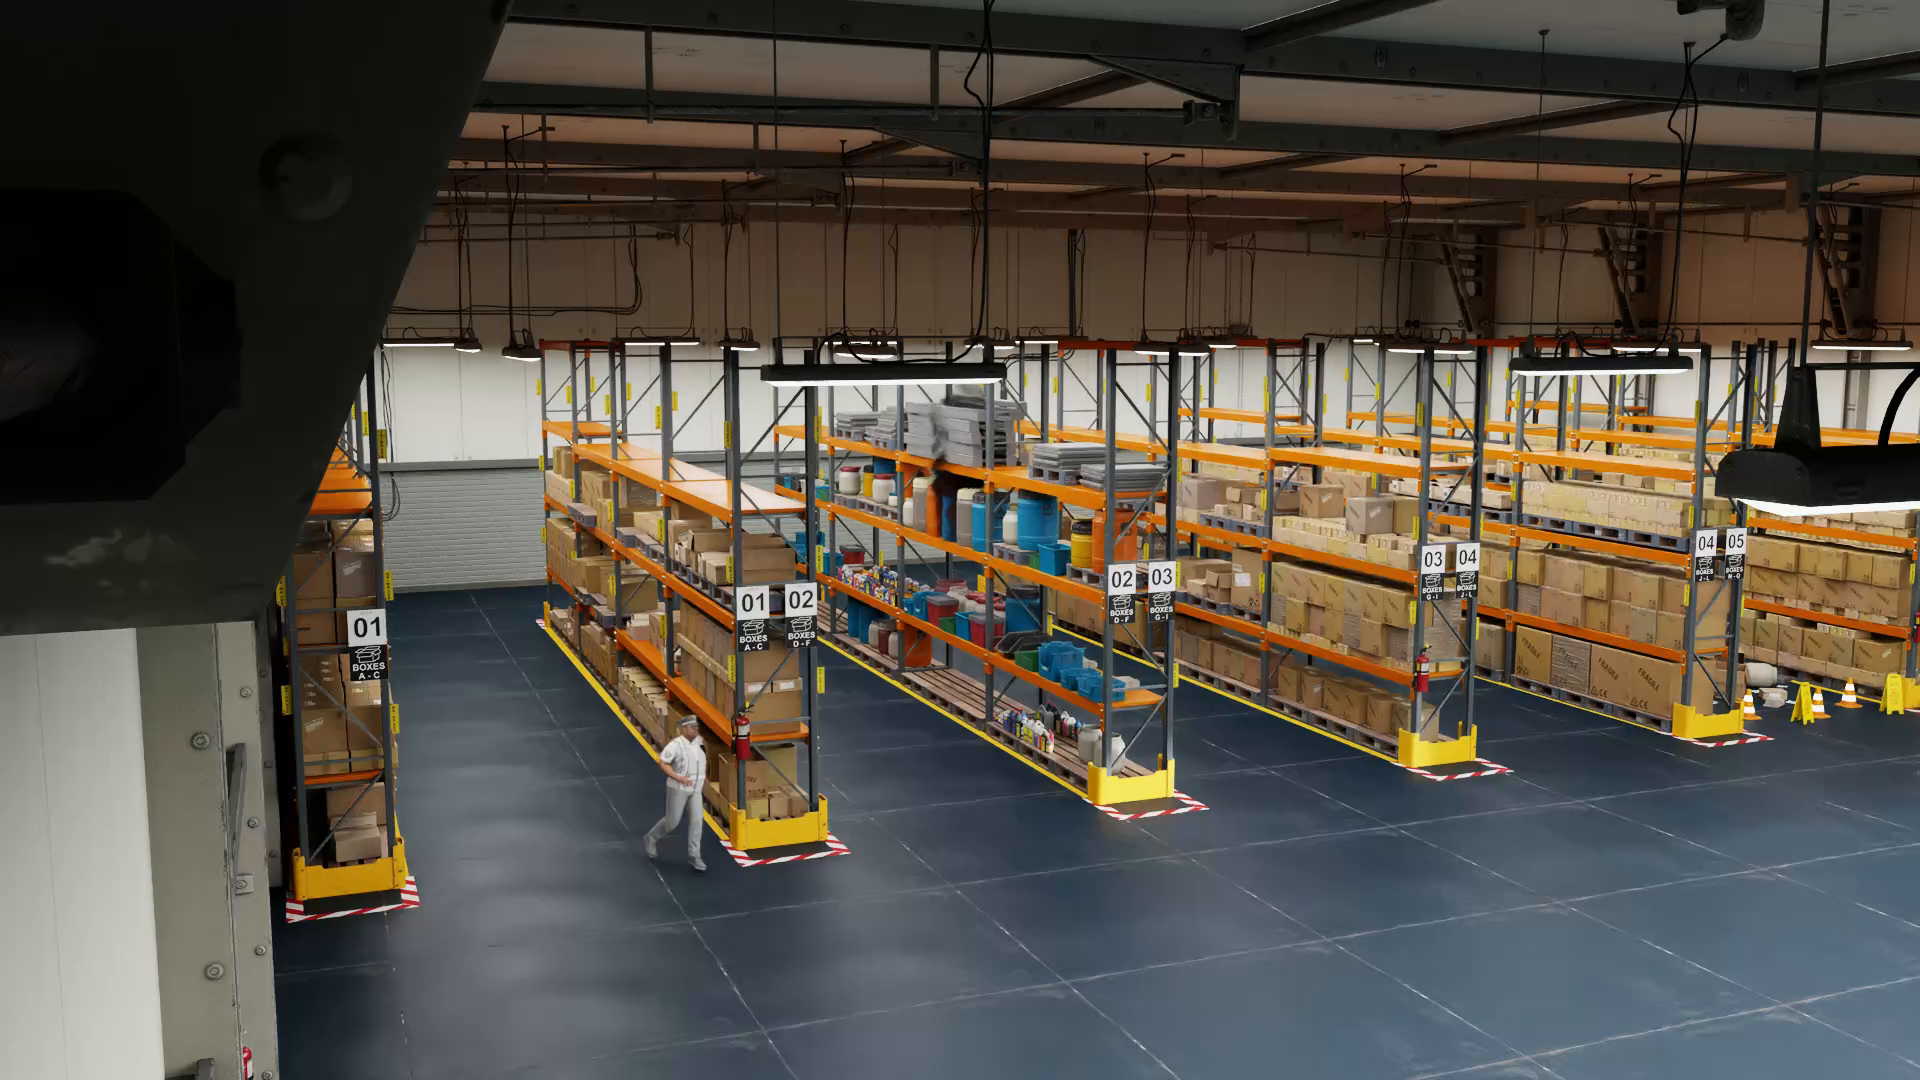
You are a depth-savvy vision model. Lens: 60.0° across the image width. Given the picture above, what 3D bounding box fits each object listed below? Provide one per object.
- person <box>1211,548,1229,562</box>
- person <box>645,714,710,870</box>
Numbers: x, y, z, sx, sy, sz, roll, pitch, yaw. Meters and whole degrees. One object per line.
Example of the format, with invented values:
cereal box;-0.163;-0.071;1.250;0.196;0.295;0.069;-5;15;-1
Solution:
person;6.498;0.072;41.696;0.957;1.756;0.733;6;10;39
person;-3.210;2.920;19.582;0.973;1.747;0.734;7;10;42
